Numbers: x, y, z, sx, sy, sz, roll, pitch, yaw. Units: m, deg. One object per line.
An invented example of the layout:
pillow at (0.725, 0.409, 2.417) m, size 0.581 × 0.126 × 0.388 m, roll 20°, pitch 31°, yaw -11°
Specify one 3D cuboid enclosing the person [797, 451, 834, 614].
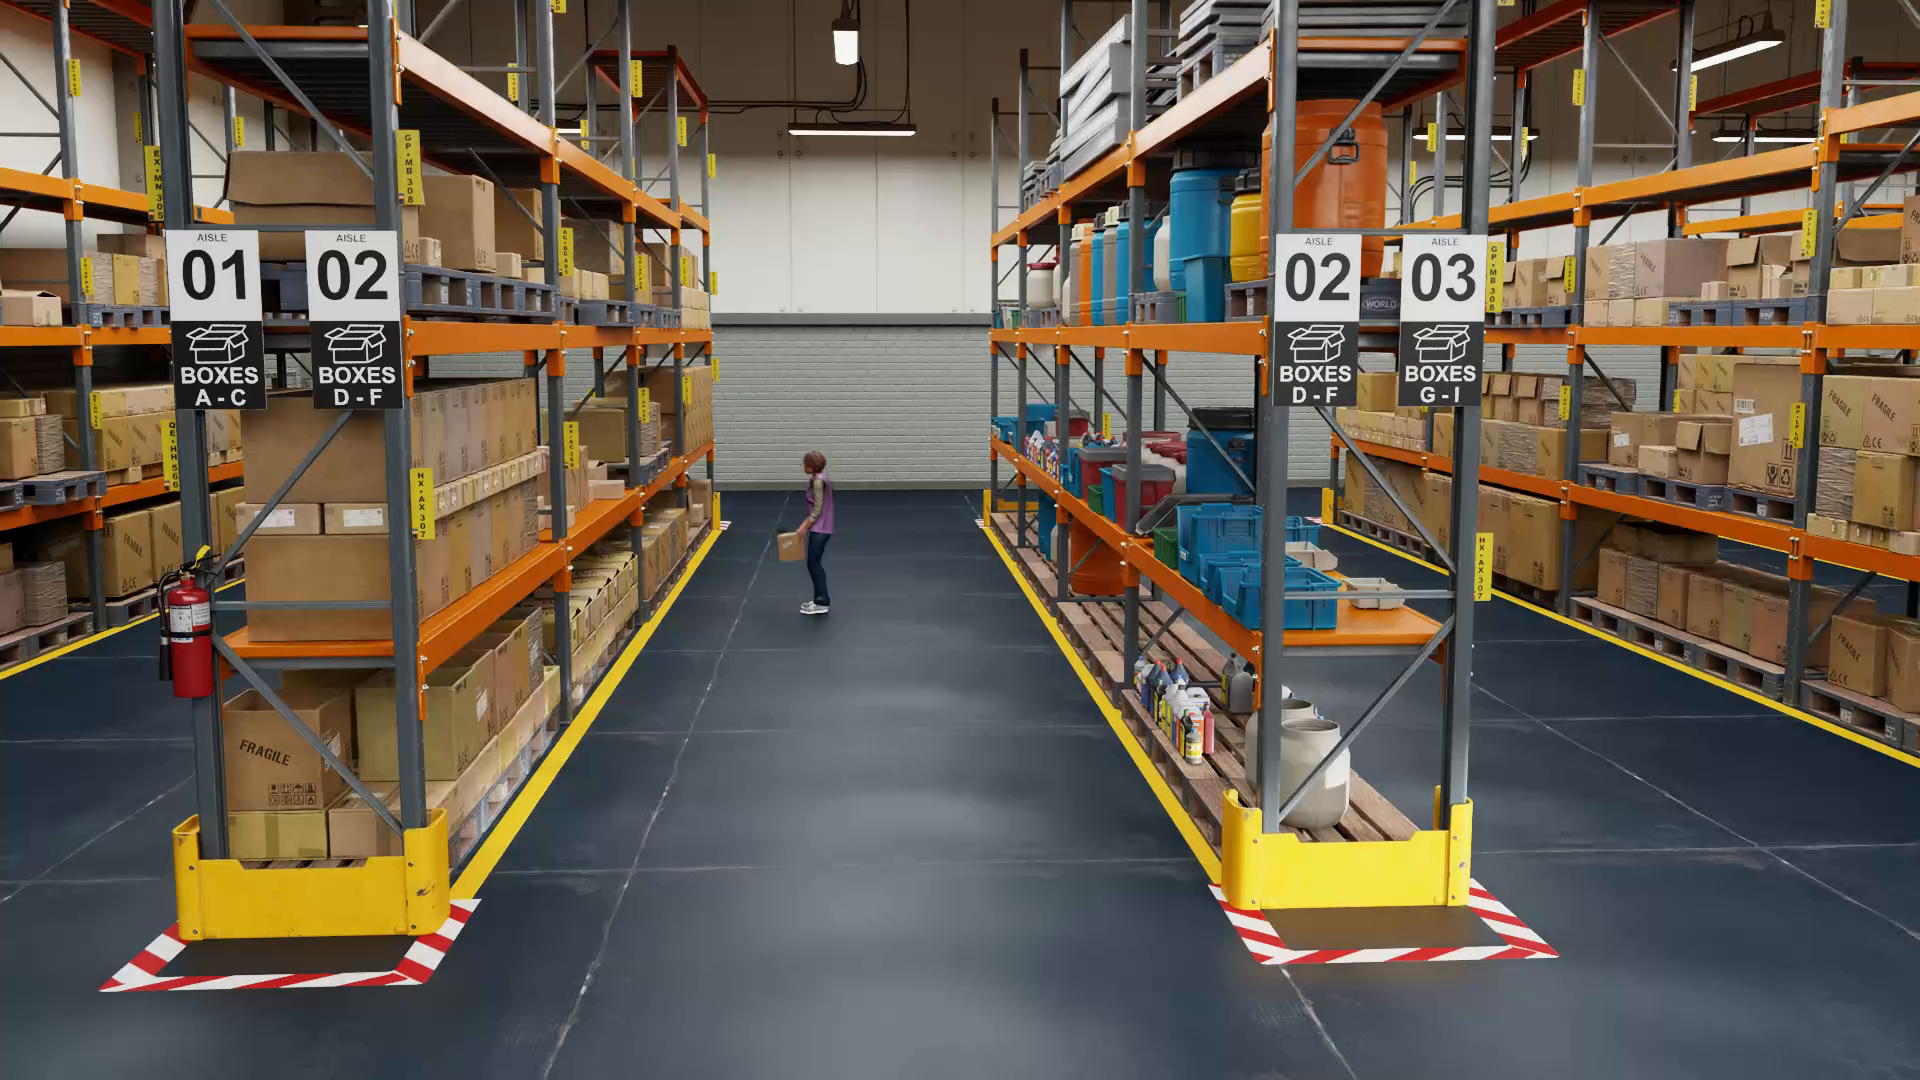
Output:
person at (-1.426, -0.073, 16.420) m, size 0.359 × 1.585 × 0.446 m, roll -1°, pitch 7°, yaw -5°
